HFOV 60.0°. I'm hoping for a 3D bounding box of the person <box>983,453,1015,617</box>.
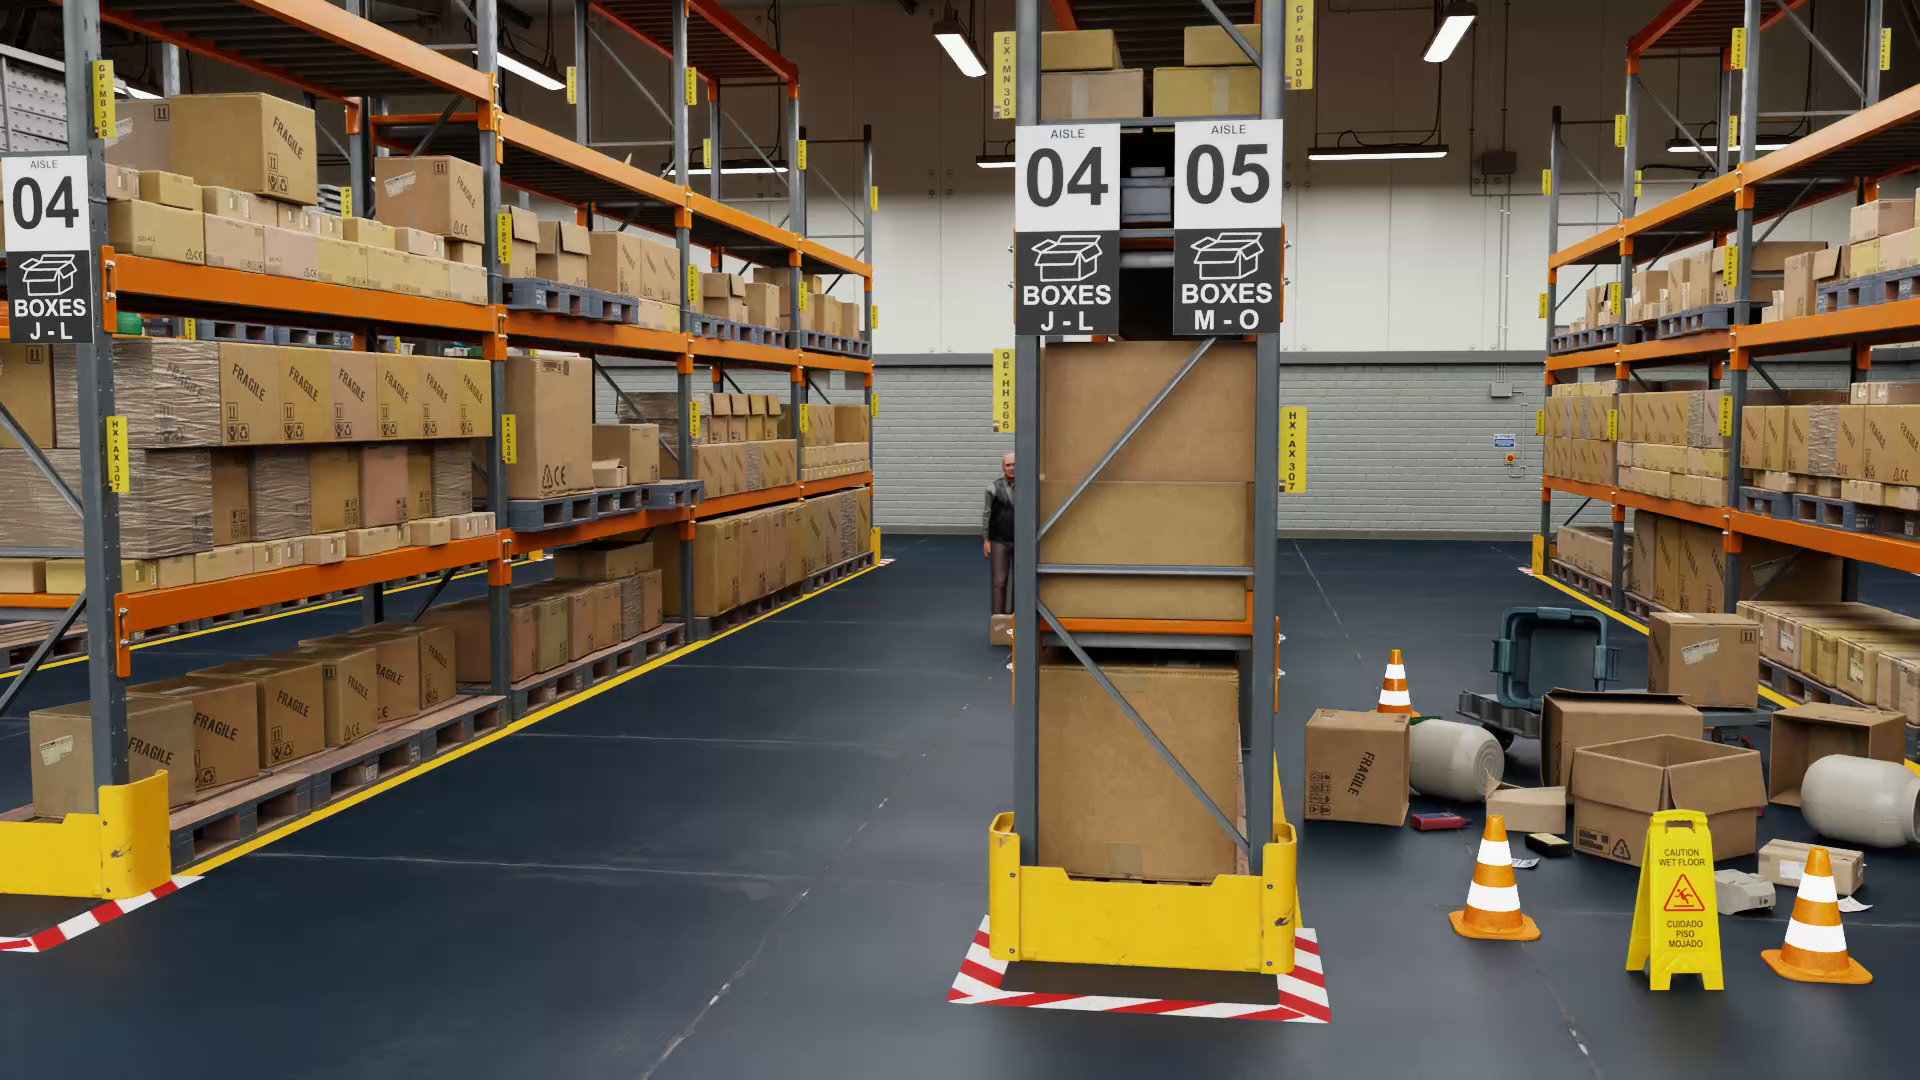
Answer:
[{"bbox_3d":[0.504,0.050,15.534,0.563,1.718,0.626,0,4,-3],"label":"person"}]
